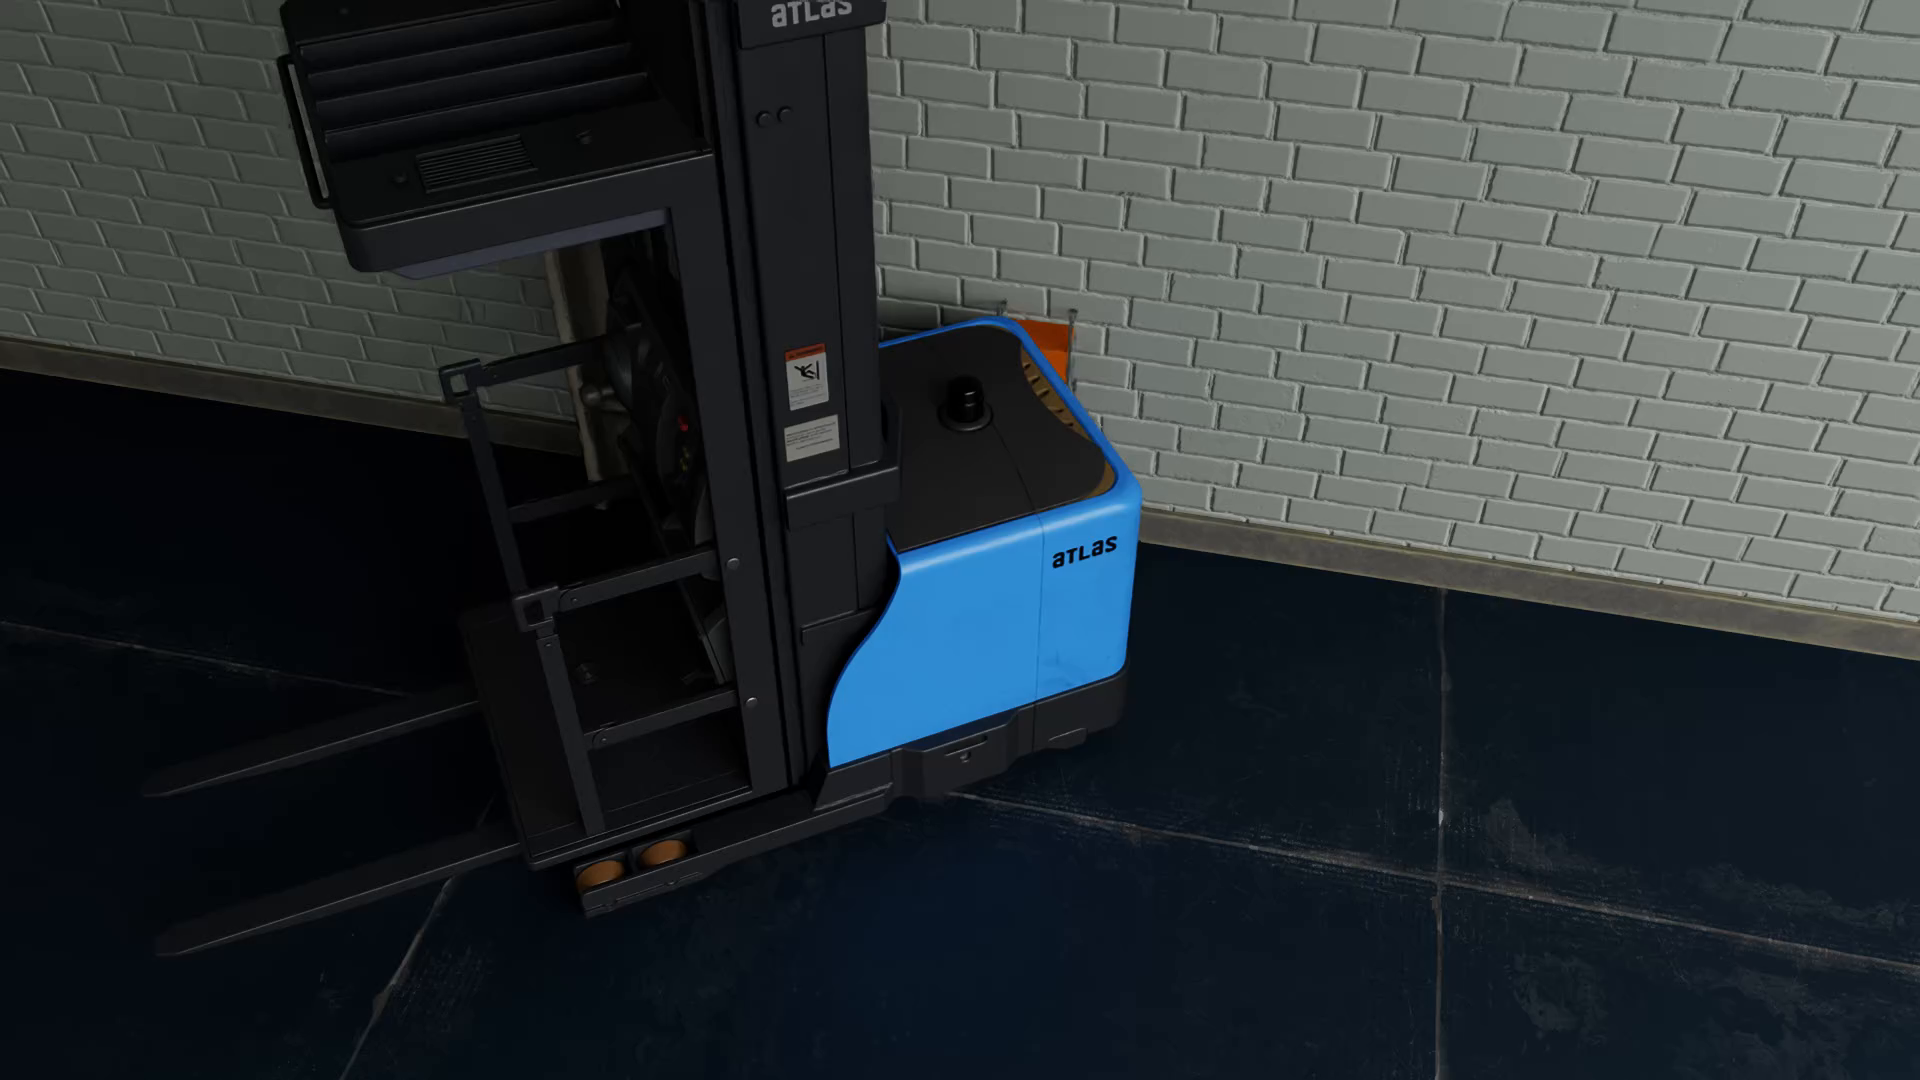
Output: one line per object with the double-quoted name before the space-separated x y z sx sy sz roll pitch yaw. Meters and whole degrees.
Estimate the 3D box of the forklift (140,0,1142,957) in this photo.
"forklift" -1.013 -0.339 4.489 3.031 2.935 1.130 -16 46 -16

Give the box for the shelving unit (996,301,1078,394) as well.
"shelving unit" 0.265 -0.405 5.877 0.252 1.050 0.215 8 40 10

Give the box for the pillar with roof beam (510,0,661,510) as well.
"pillar with roof beam" -2.122 -0.527 0.309 0.400 9.000 9.100 9 45 9

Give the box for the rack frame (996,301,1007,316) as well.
"rack frame" 0.146 -0.421 5.897 0.008 1.050 0.200 8 40 10

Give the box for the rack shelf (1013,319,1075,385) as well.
"rack shelf" 0.265 -0.616 5.704 0.240 0.259 0.215 8 40 10

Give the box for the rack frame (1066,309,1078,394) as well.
"rack frame" 0.384 -0.388 5.856 0.008 1.050 0.200 8 40 10
